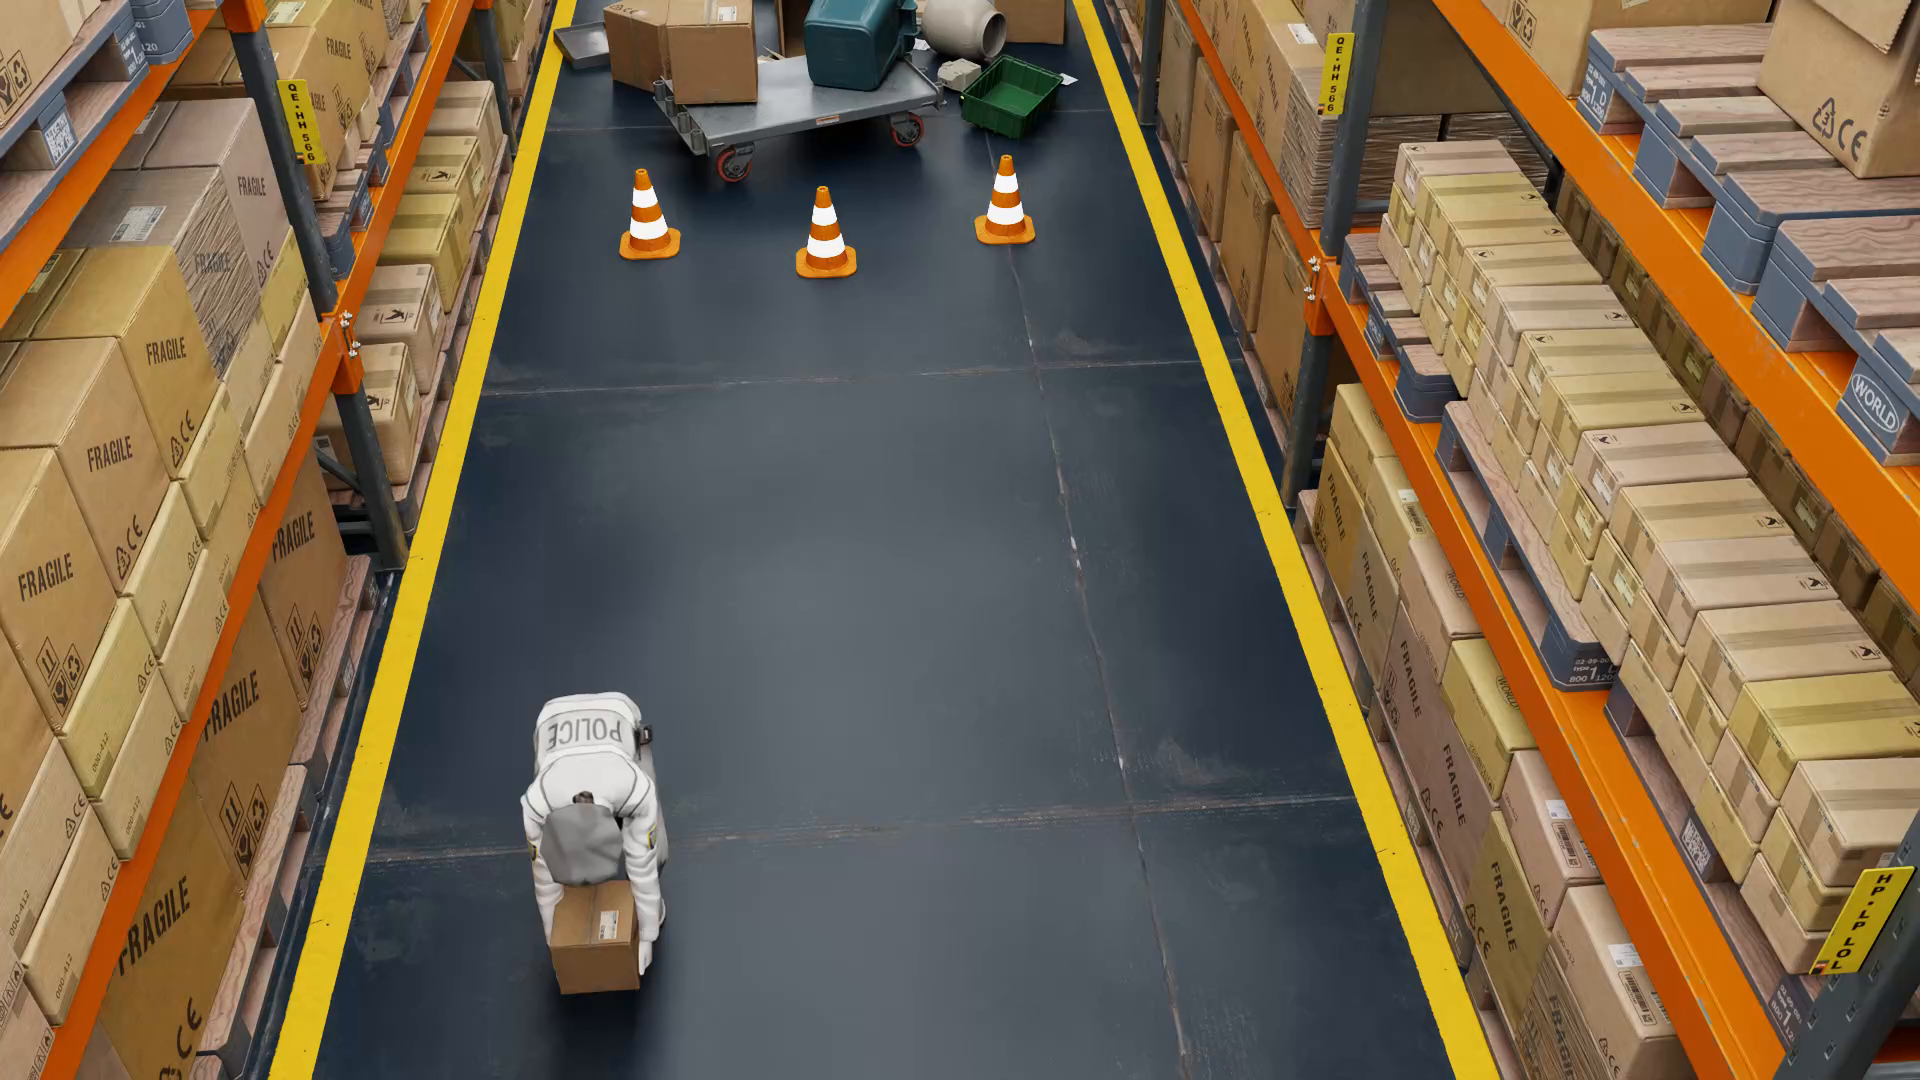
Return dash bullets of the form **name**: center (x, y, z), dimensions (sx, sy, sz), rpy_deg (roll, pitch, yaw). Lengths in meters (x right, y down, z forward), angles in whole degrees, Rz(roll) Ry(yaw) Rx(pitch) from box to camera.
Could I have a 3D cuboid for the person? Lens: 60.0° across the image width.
- **person**: center (-1.194, 0.989, 5.479), dimensions (0.448, 0.995, 0.911), rpy_deg (-5, 40, -6)
